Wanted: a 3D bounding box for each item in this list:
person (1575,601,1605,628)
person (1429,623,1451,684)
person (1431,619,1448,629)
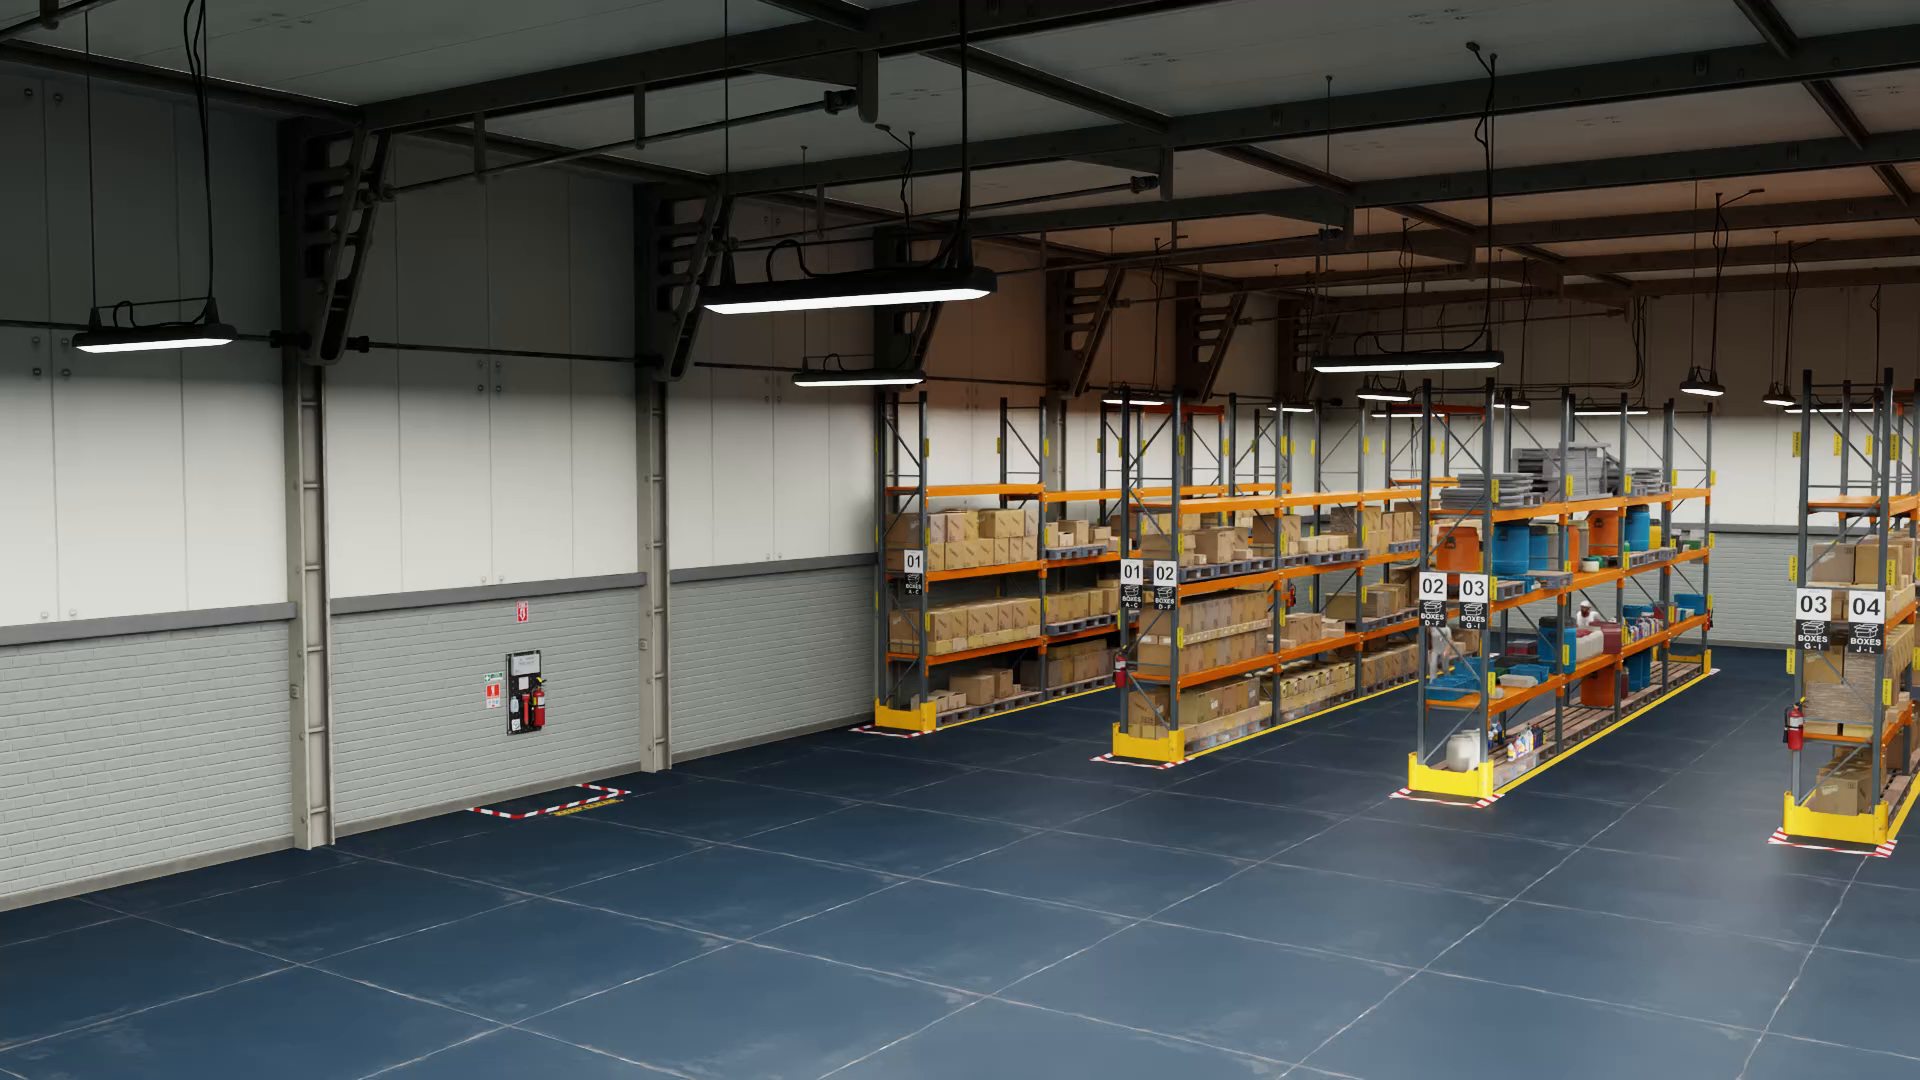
[{"bbox_3d":[13.749,2.150,36.317,0.723,1.681,0.659,3,4,44],"label":"person"},{"bbox_3d":[9.803,2.294,33.950,0.453,1.610,1.058,2,4,32],"label":"person"},{"bbox_3d":[12.362,1.748,42.858,0.529,1.723,0.879,-1,3,-15],"label":"person"}]
